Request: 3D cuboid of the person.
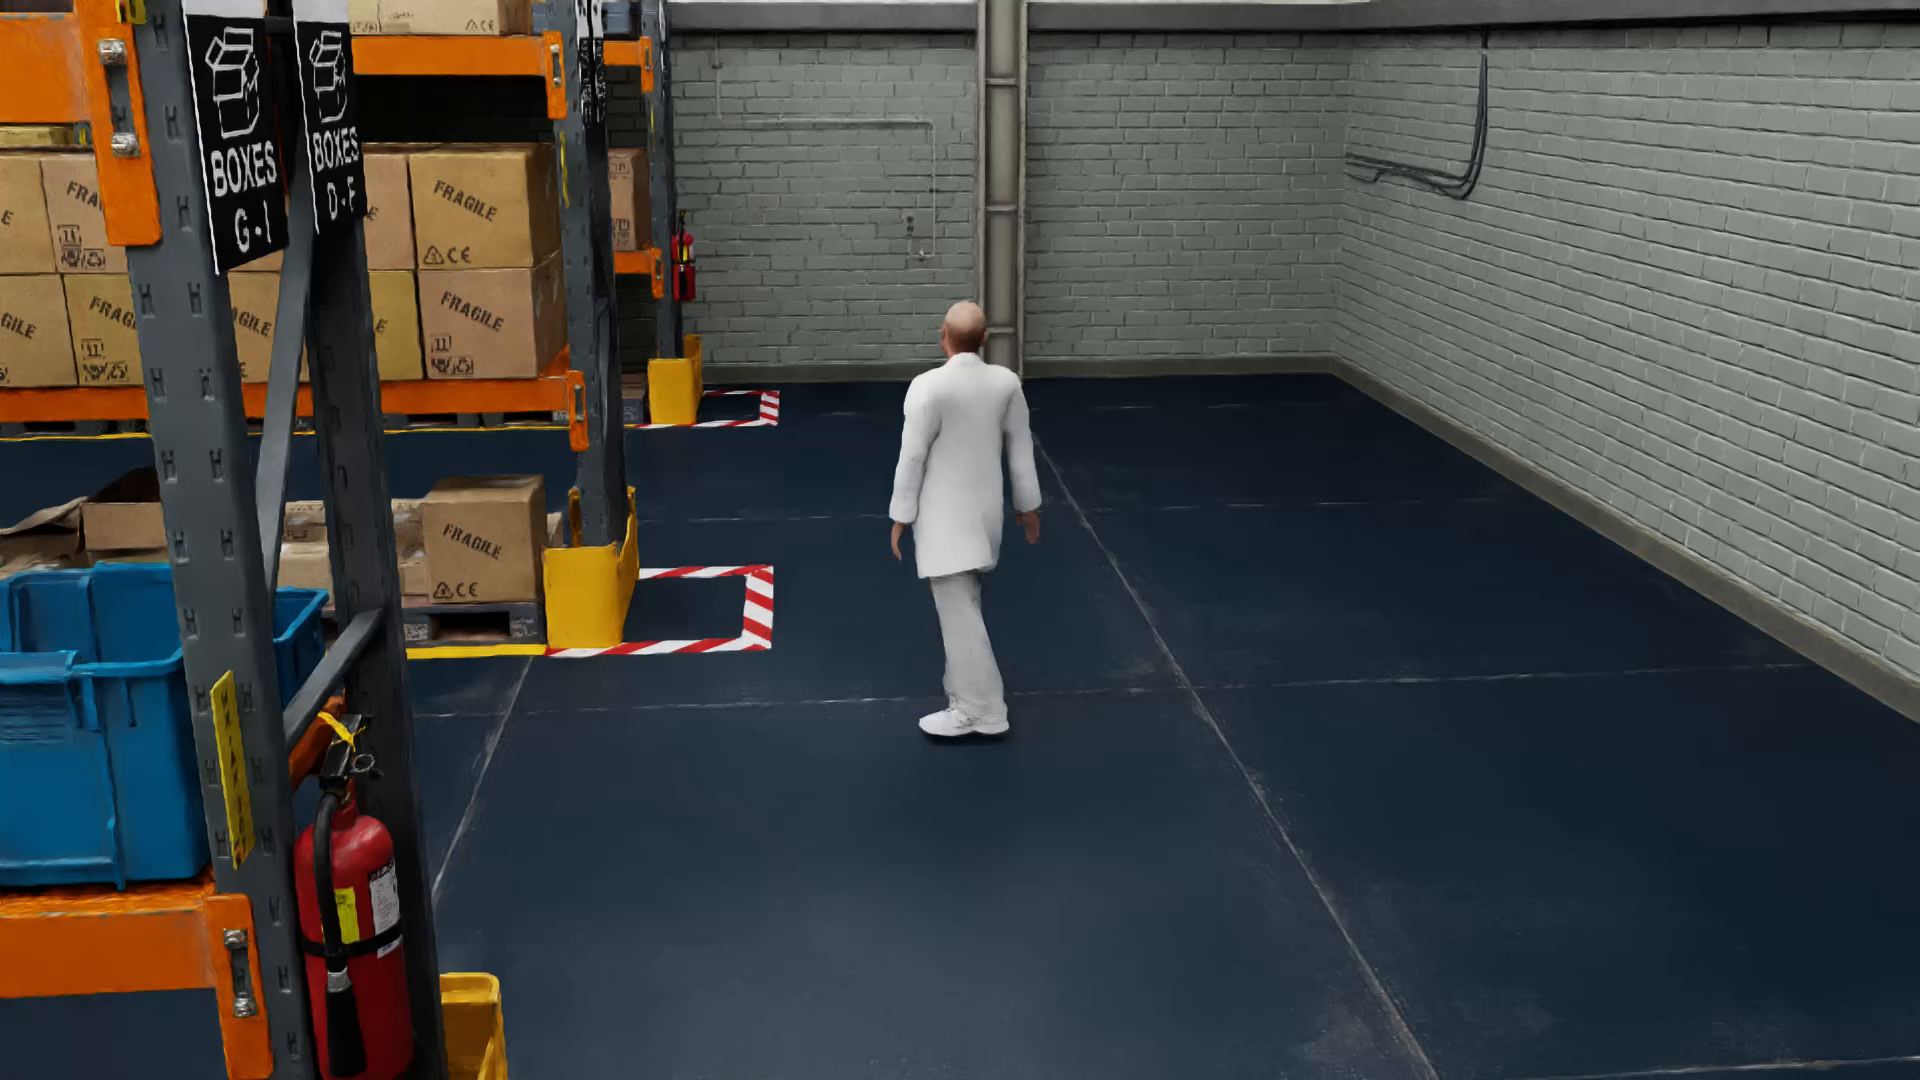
[{"bbox_3d":[0.030,-0.100,6.907,0.691,1.771,0.667,-12,20,-35],"label":"person"}]
